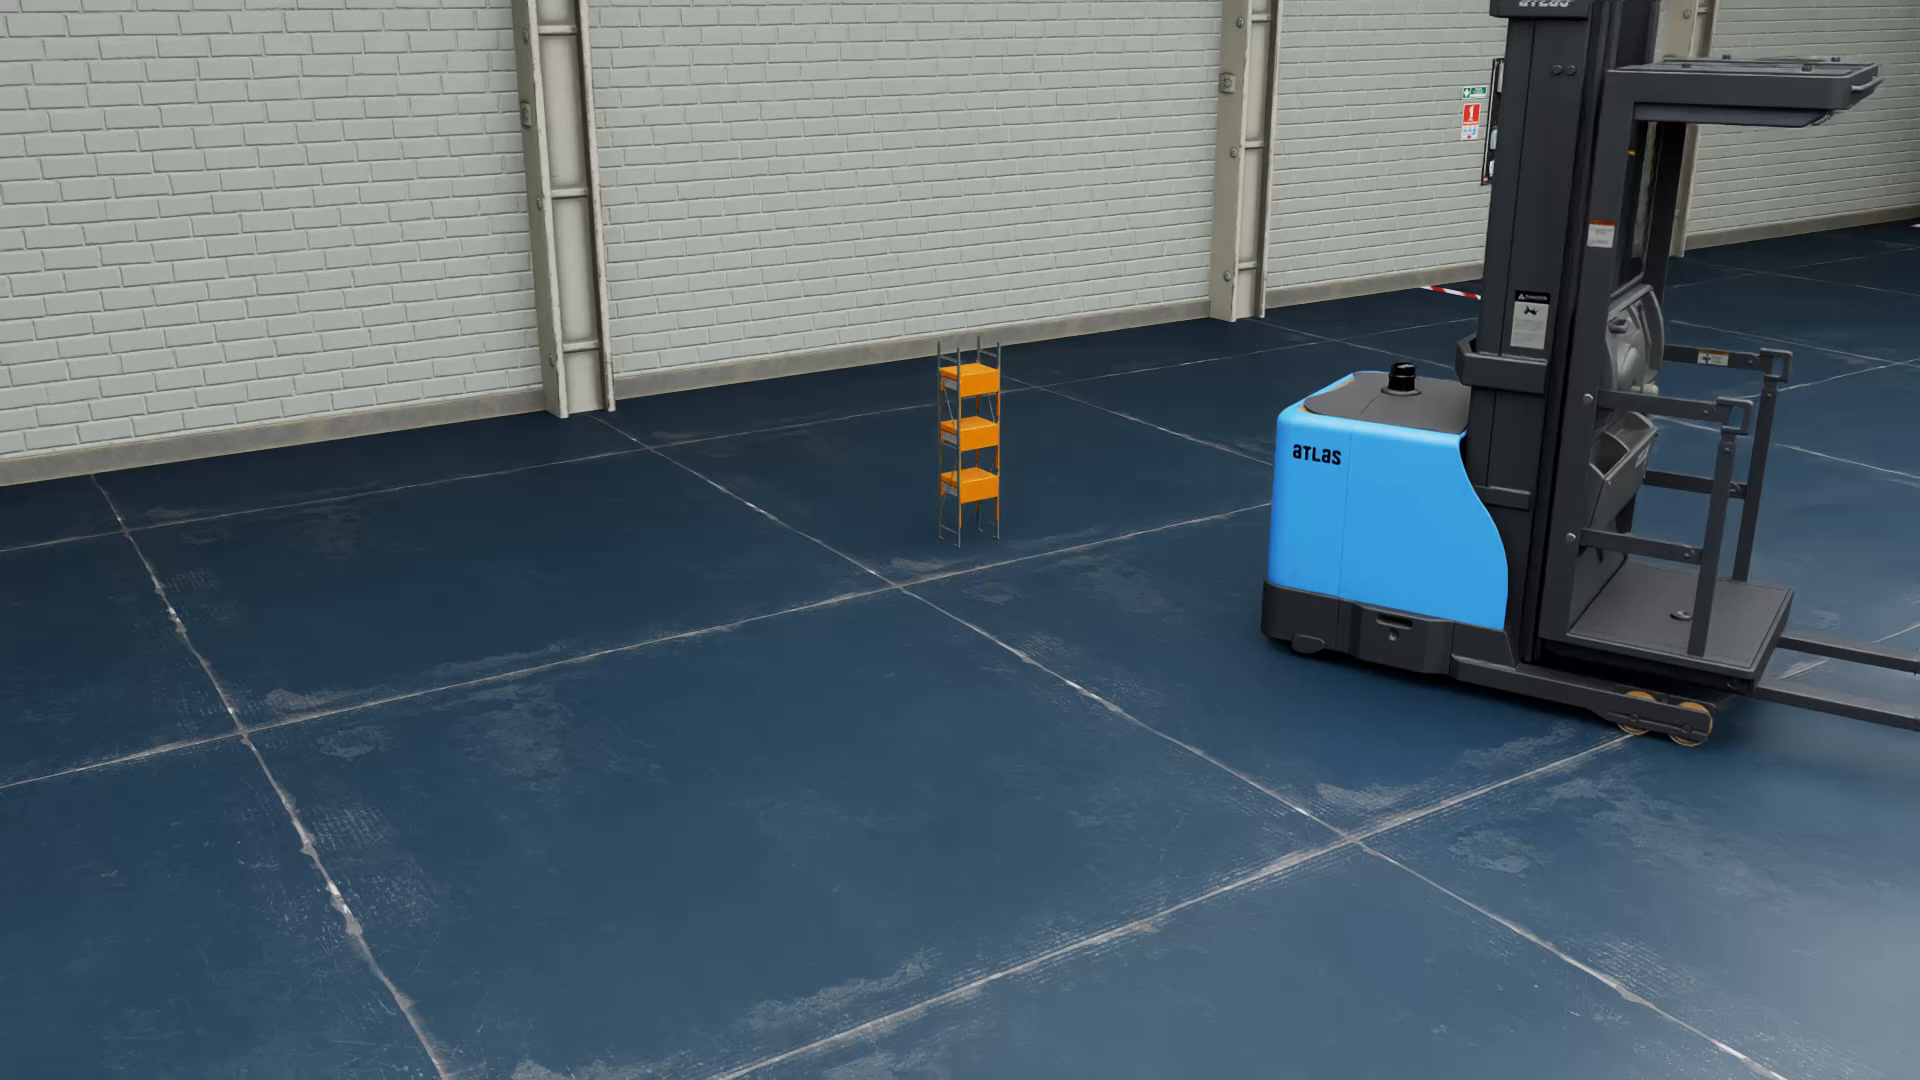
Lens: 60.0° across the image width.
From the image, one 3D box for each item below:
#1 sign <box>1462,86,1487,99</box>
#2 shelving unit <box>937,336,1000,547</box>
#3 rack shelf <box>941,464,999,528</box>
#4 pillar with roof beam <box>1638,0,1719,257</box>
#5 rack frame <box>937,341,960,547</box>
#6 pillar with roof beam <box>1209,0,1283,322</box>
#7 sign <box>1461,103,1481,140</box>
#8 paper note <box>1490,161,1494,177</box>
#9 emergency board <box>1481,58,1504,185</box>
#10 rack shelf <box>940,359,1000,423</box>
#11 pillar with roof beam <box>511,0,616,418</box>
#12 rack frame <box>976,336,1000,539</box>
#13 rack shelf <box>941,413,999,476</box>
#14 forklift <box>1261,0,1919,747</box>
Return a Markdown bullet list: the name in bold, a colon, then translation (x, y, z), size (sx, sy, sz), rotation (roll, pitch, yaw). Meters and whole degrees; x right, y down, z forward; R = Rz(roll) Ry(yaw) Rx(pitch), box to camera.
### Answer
- **sign**: translation (4.827, -4.199, 15.597), size (0.331, 0.109, 0.001), rotation (-12, 22, -31)
- **shelving unit**: translation (0.045, -0.507, 8.605), size (0.252, 1.050, 0.215), rotation (-12, 22, -31)
- **rack shelf**: translation (0.045, -0.233, 8.697), size (0.240, 0.259, 0.215), rotation (-12, 22, -31)
- **pillar with roof beam**: translation (9.789, -6.118, 12.789), size (0.400, 9.000, 9.100), rotation (-12, 22, -31)
- **rack frame**: translation (-0.057, -0.485, 8.541), size (0.008, 1.050, 0.200), rotation (-12, 22, -31)
- **pillar with roof beam**: translation (4.778, -5.061, 9.663), size (0.400, 9.000, 9.100), rotation (-12, 22, -31)
- **sign**: translation (4.818, -3.949, 15.687), size (0.234, 0.329, 0.001), rotation (-12, 22, -31)
- **paper note**: translation (5.151, -3.572, 16.002), size (0.142, 0.148, 0.016), rotation (-12, 22, -31)
- **emergency board**: translation (5.337, -4.002, 15.899), size (0.643, 1.169, 0.194), rotation (-12, 22, -31)
- **rack shelf**: translation (0.045, -0.766, 8.517), size (0.240, 0.259, 0.215), rotation (-12, 22, -31)
- **pillar with roof beam**: translation (-0.233, -4.004, 6.537), size (0.400, 9.000, 9.100), rotation (-12, 22, -31)
- **rack frame**: translation (0.147, -0.528, 8.668), size (0.008, 1.050, 0.200), rotation (-12, 22, -31)
- **rack shelf**: translation (0.045, -0.497, 8.608), size (0.240, 0.259, 0.215), rotation (-12, 22, -31)
- **forklift**: translation (2.844, -0.789, 6.501), size (3.031, 2.935, 1.130), rotation (12, 22, 31)
